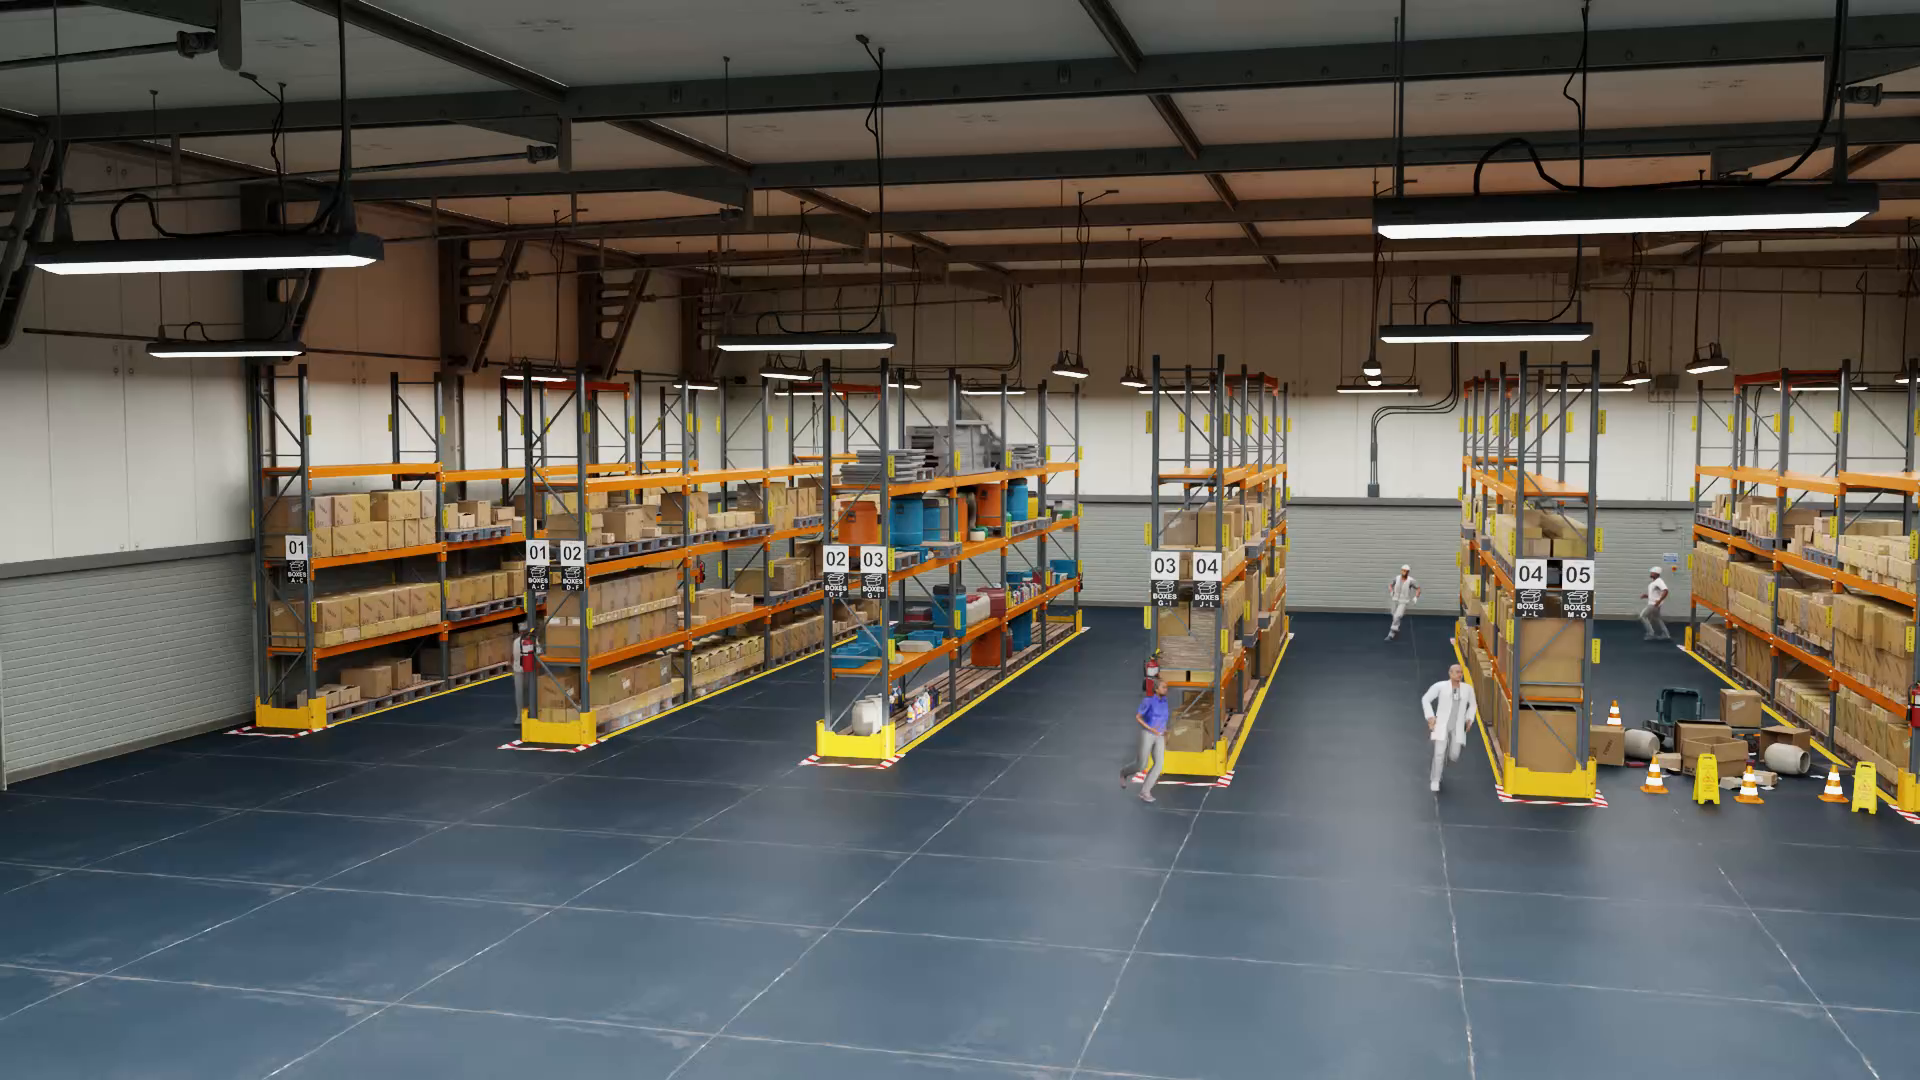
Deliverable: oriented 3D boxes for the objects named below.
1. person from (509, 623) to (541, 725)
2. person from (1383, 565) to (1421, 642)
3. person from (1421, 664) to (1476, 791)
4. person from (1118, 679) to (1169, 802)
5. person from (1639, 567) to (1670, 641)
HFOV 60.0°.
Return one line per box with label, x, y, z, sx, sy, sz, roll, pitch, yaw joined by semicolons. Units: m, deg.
person;-7.331;2.220;28.056;0.597;1.689;0.809;1;4;8
person;10.206;1.450;38.451;0.753;1.765;0.919;3;5;39
person;6.772;2.573;23.010;0.766;1.723;0.611;0;4;2
person;2.573;2.669;22.464;0.620;1.588;0.768;-3;5;-33
person;16.076;1.488;38.461;0.671;1.765;0.758;2;4;23
